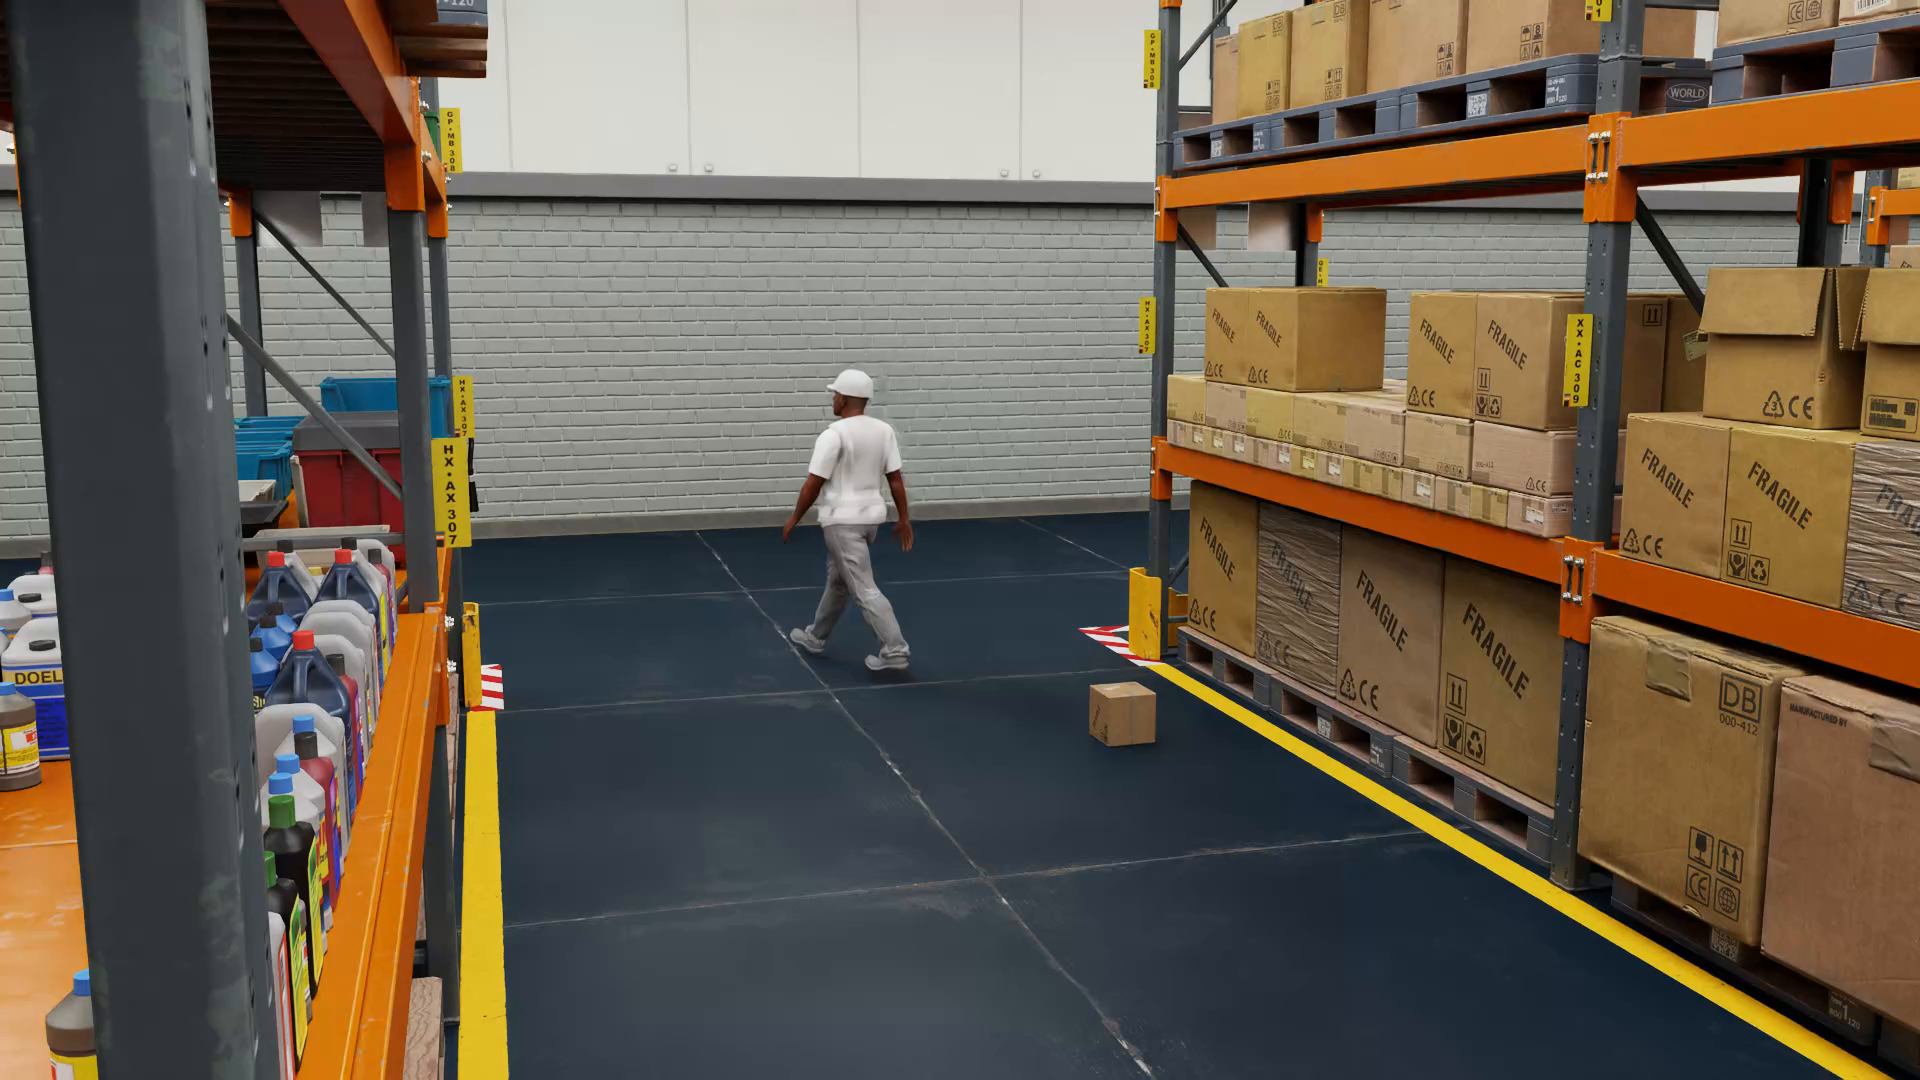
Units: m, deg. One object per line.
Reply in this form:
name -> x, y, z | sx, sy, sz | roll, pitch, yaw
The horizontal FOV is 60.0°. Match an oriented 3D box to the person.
person -> -0.675, -0.126, 9.576 | 1.090, 1.708, 0.610 | 7, 11, 37
